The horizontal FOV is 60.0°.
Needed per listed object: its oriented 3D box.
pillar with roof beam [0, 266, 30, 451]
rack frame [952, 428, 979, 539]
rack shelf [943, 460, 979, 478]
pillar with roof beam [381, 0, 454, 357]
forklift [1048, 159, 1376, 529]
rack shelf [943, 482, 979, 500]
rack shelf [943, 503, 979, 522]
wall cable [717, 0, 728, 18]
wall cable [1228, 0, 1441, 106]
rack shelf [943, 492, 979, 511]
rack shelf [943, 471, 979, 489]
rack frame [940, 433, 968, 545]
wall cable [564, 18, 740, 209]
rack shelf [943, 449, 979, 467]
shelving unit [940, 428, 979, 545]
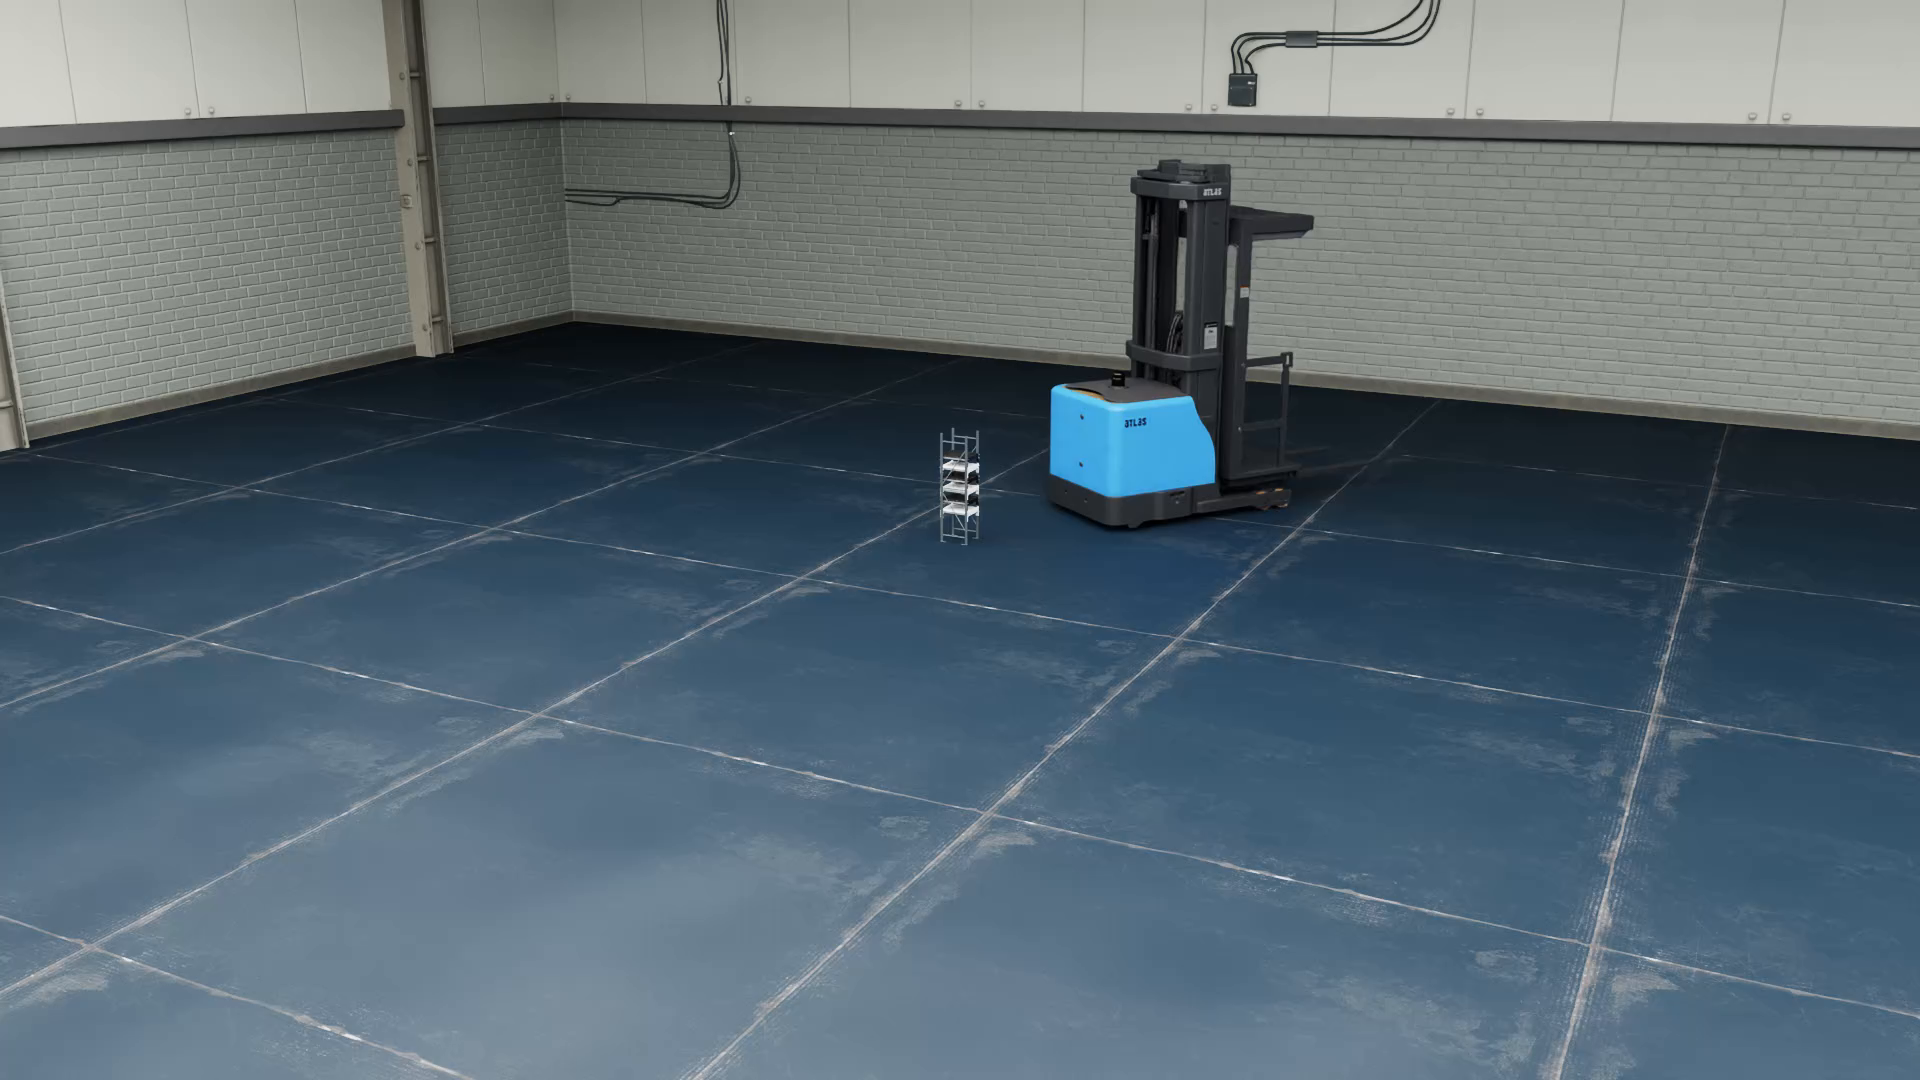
[{"bbox_3d":[-5.688,-4.666,13.430,9.100,9.000,0.400,8,18,25],"label":"pillar with roof beam"},{"bbox_3d":[0.042,-0.455,13.476,0.240,0.900,0.006,8,18,25],"label":"rack frame"},{"bbox_3d":[-0.004,-0.570,13.348,0.258,0.077,0.200,8,18,25],"label":"rack shelf"},{"bbox_3d":[-3.007,-6.195,18.575,9.100,9.000,0.400,8,18,25],"label":"pillar with roof beam"},{"bbox_3d":[2.304,-1.781,14.372,3.031,2.935,1.130,-9,19,-28],"label":"forklift"},{"bbox_3d":[-0.004,-0.397,13.399,0.258,0.077,0.200,8,18,25],"label":"rack shelf"},{"bbox_3d":[-0.004,-0.225,13.450,0.258,0.077,0.200,8,18,25],"label":"rack shelf"},{"bbox_3d":[-1.939,-7.913,20.944,3.097,2.526,0.112,8,18,25],"label":"wall cable"},{"bbox_3d":[4.127,-7.743,17.815,2.305,6.003,0.169,8,18,25],"label":"wall cable"},{"bbox_3d":[-0.004,-0.311,13.424,0.258,0.077,0.200,8,18,25],"label":"rack shelf"},{"bbox_3d":[-0.004,-0.484,13.373,0.258,0.077,0.200,8,18,25],"label":"rack shelf"},{"bbox_3d":[-0.049,-0.403,13.302,0.240,0.900,0.006,8,18,25],"label":"rack frame"},{"bbox_3d":[-4.359,-5.836,22.821,3.097,2.526,0.112,8,18,25],"label":"wall cable"},{"bbox_3d":[-0.004,-0.656,13.322,0.258,0.077,0.200,8,18,25],"label":"rack shelf"},{"bbox_3d":[-0.004,-0.429,13.389,0.258,0.900,0.210,8,18,25],"label":"shelving unit"}]
